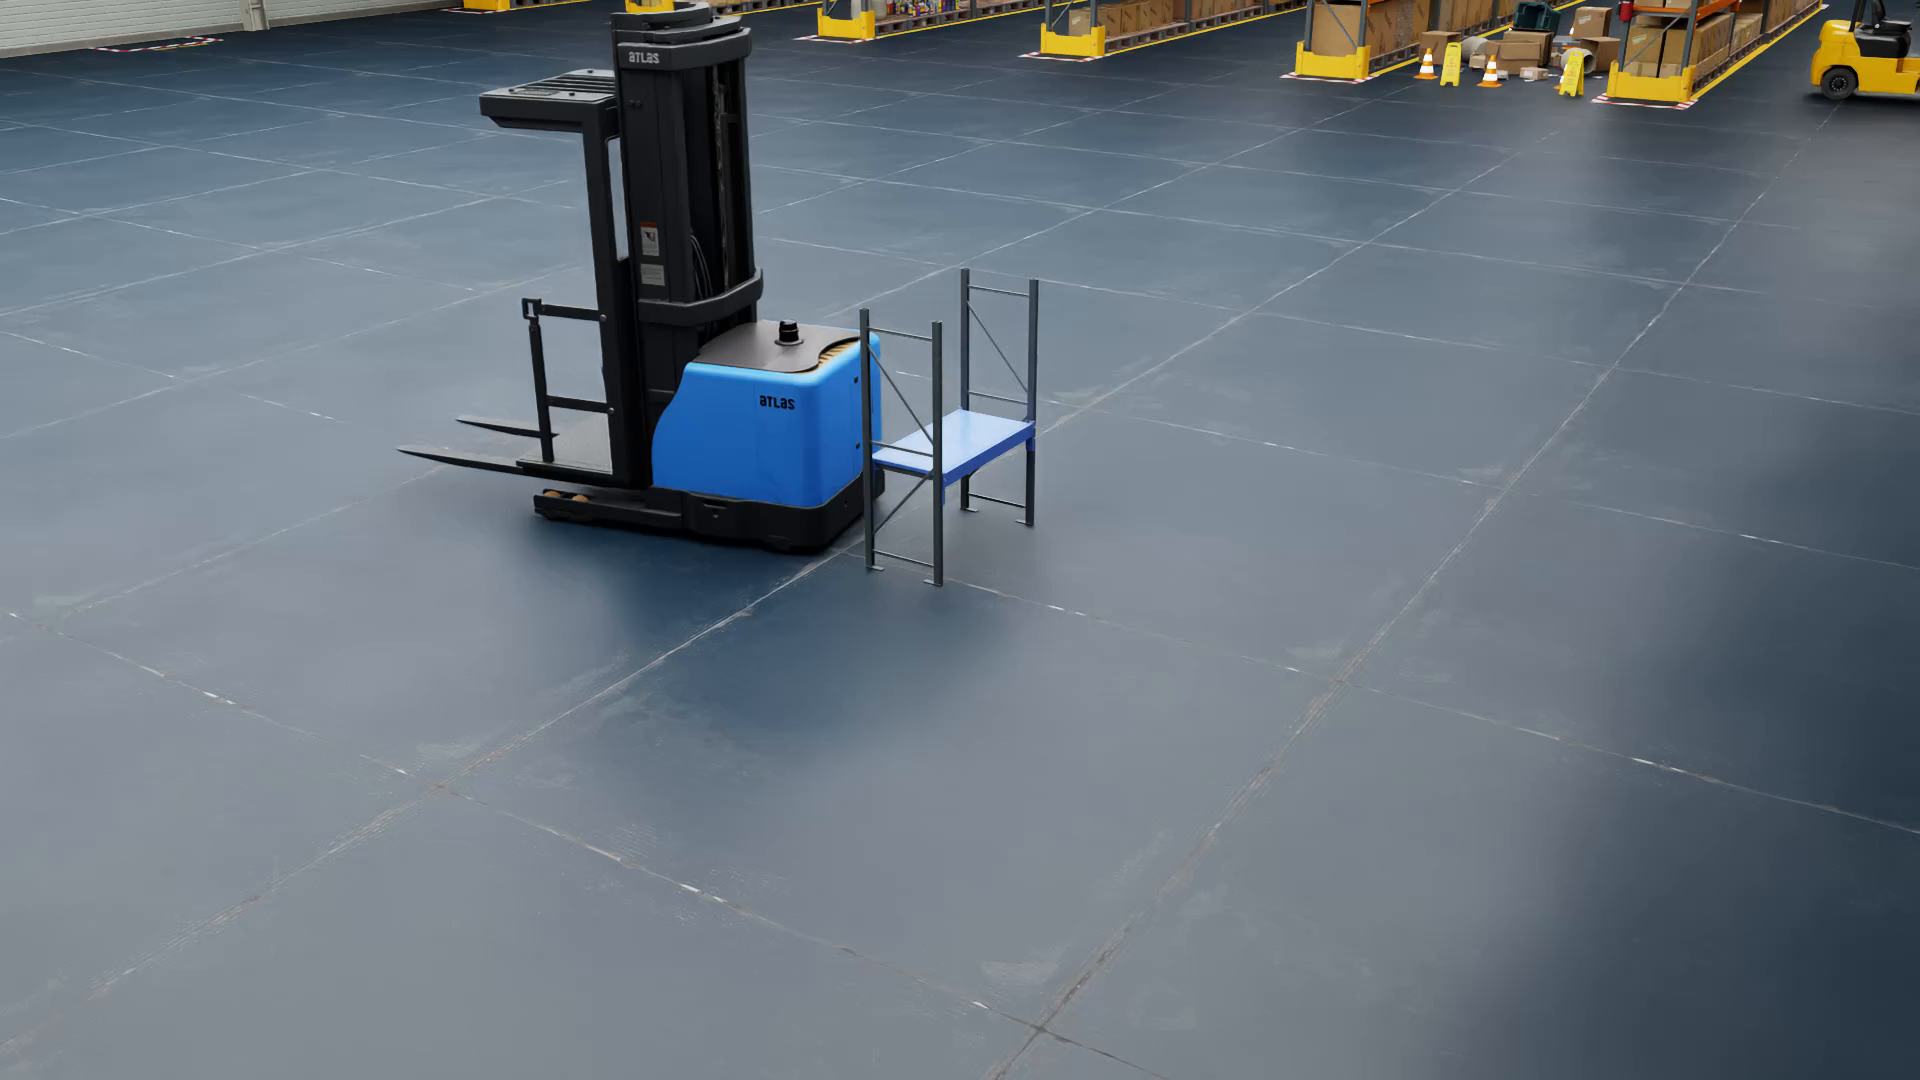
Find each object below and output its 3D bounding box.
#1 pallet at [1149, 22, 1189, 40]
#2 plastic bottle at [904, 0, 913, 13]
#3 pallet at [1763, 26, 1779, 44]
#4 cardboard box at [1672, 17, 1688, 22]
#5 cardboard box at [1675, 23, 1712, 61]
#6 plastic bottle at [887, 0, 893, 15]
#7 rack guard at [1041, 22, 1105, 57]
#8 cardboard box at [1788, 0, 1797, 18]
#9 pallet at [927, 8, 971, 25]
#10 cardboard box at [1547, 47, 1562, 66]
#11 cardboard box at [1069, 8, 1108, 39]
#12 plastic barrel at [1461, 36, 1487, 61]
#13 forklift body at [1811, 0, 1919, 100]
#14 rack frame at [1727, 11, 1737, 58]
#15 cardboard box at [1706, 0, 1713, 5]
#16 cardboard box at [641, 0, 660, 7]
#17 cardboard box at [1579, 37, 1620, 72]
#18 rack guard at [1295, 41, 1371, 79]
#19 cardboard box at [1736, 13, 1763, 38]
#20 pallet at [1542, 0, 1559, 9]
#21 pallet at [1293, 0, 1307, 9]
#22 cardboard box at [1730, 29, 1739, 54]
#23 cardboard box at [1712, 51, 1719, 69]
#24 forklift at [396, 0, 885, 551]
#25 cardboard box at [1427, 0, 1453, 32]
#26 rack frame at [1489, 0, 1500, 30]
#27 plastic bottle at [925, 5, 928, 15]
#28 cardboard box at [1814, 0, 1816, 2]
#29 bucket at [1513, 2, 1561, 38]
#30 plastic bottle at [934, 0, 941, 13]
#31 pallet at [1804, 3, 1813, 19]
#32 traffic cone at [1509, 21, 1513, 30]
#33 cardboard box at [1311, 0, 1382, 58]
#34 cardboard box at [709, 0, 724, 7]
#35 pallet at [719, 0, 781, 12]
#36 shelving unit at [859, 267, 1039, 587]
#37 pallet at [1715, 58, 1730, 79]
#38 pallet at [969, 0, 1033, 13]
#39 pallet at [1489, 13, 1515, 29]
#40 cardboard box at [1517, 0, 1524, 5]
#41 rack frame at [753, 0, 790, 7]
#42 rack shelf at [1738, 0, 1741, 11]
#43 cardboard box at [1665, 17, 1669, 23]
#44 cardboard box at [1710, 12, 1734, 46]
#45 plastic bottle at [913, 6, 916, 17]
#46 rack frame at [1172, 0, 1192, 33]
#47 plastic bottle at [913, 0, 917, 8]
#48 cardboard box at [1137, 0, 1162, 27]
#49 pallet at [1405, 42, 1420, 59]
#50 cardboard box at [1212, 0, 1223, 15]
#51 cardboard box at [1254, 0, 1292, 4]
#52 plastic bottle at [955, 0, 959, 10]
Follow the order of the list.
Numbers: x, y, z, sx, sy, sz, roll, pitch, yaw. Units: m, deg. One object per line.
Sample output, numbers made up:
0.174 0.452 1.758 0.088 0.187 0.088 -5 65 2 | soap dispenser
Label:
3.776 -9.980 32.538 1.003 0.211 1.213 14 27 29 | pallet
-1.071 -11.068 34.417 0.152 0.276 0.135 14 27 29 | plastic bottle
15.109 -9.738 31.978 1.003 0.211 1.213 14 27 29 | pallet
11.431 -8.192 26.885 0.500 0.500 0.500 15 28 32 | cardboard box
11.354 -7.742 25.846 0.500 0.500 0.500 13 26 27 | cardboard box
-1.465 -10.925 34.085 0.152 0.276 0.135 14 27 29 | plastic bottle
2.030 -9.022 29.962 1.175 0.500 0.348 14 27 29 | rack guard
16.480 -11.109 33.781 0.875 0.875 0.875 15 27 31 | cardboard box
-0.498 -11.034 34.973 1.003 0.211 1.213 14 27 29 | pallet
10.266 -8.337 28.674 0.258 0.266 0.396 -3 24 -7 | cardboard box
2.334 -9.397 30.298 0.500 0.500 0.500 20 30 38 | cardboard box
8.965 -8.534 28.929 0.421 0.421 0.512 -7 24 -17 | plastic barrel
14.078 -7.661 24.739 2.313 2.155 1.214 14 27 29 | forklift body
12.519 -9.417 27.727 1.000 3.000 0.127 14 27 29 | rack frame
11.267 -8.260 25.370 0.380 0.149 0.250 14 27 30 | cardboard box
-6.392 -11.395 35.228 0.500 0.250 0.500 14 27 29 | cardboard box
10.798 -8.195 28.047 0.500 0.500 0.500 -7 24 -17 | cardboard box
6.138 -7.915 27.404 1.175 0.500 0.348 14 27 29 | rack guard
14.322 -9.565 30.849 0.950 0.372 0.625 12 26 25 | cardboard box
12.805 -12.075 37.377 1.003 0.211 1.213 14 27 29 | pallet
7.334 -12.225 37.723 1.003 0.211 1.213 14 27 29 | pallet
12.794 -8.581 28.576 0.950 0.372 0.625 14 27 30 | cardboard box
11.891 -7.740 26.785 0.500 0.250 0.500 14 27 30 | cardboard box
-2.033 -1.629 9.825 3.031 2.935 1.130 8 25 19 | forklift
8.511 -9.809 30.936 1.050 0.750 0.750 14 27 29 | cardboard box
10.370 -11.770 33.163 1.000 3.000 0.127 14 27 29 | rack frame
-0.711 -10.829 33.957 0.097 0.201 0.097 0 23 0 | plastic bottle
18.586 -12.240 36.946 0.875 0.438 0.875 13 27 27 | cardboard box
10.147 -9.086 29.171 0.620 0.611 0.726 -6 22 -39 | bucket
-0.474 -11.066 34.318 0.144 0.351 0.185 14 27 29 | plastic bottle
17.849 -11.491 36.028 1.003 0.211 1.213 14 27 29 | pallet
10.251 -9.392 30.863 0.336 0.463 0.334 14 27 29 | traffic cone
6.452 -8.531 27.825 0.875 0.875 0.875 14 27 29 | cardboard box
-5.427 -11.624 35.759 0.500 0.250 0.500 14 27 29 | cardboard box
-4.769 -12.032 37.277 1.003 0.211 1.213 14 27 29 | pallet
-0.045 -0.659 9.386 0.538 1.500 1.048 14 27 29 | shelving unit
12.195 -7.903 27.741 1.003 0.211 1.213 14 27 29 | pallet
0.916 -11.939 37.062 1.003 0.211 1.213 14 27 29 | pallet
10.784 -10.754 34.326 1.003 0.211 1.213 14 27 29 | pallet
11.489 -11.346 34.801 0.500 0.500 0.500 13 27 28 | cardboard box
-4.314 -13.571 37.323 1.000 3.000 0.127 14 27 29 | rack frame
13.574 -9.762 29.429 1.077 0.370 4.000 14 27 29 | rack shelf
10.882 -8.187 26.058 0.380 0.149 0.250 14 27 30 | cardboard box
12.435 -8.436 27.450 0.500 0.500 0.500 13 27 28 | cardboard box
-0.942 -10.681 33.615 0.097 0.201 0.097 0 23 0 | plastic bottle
4.100 -11.494 32.525 1.000 3.000 0.127 14 27 29 | rack frame
-0.986 -11.269 34.785 0.144 0.351 0.185 13 26 27 | plastic bottle
3.559 -10.218 32.195 0.500 0.500 0.500 -18 29 -36 | cardboard box
7.793 -8.900 30.044 1.003 0.211 1.213 14 27 29 | pallet
5.004 -11.097 34.201 0.700 0.500 0.500 11 26 24 | cardboard box
6.592 -12.290 36.510 1.225 0.875 0.875 12 26 27 | cardboard box
-0.081 -11.256 34.840 0.061 0.283 0.133 15 28 32 | plastic bottle
